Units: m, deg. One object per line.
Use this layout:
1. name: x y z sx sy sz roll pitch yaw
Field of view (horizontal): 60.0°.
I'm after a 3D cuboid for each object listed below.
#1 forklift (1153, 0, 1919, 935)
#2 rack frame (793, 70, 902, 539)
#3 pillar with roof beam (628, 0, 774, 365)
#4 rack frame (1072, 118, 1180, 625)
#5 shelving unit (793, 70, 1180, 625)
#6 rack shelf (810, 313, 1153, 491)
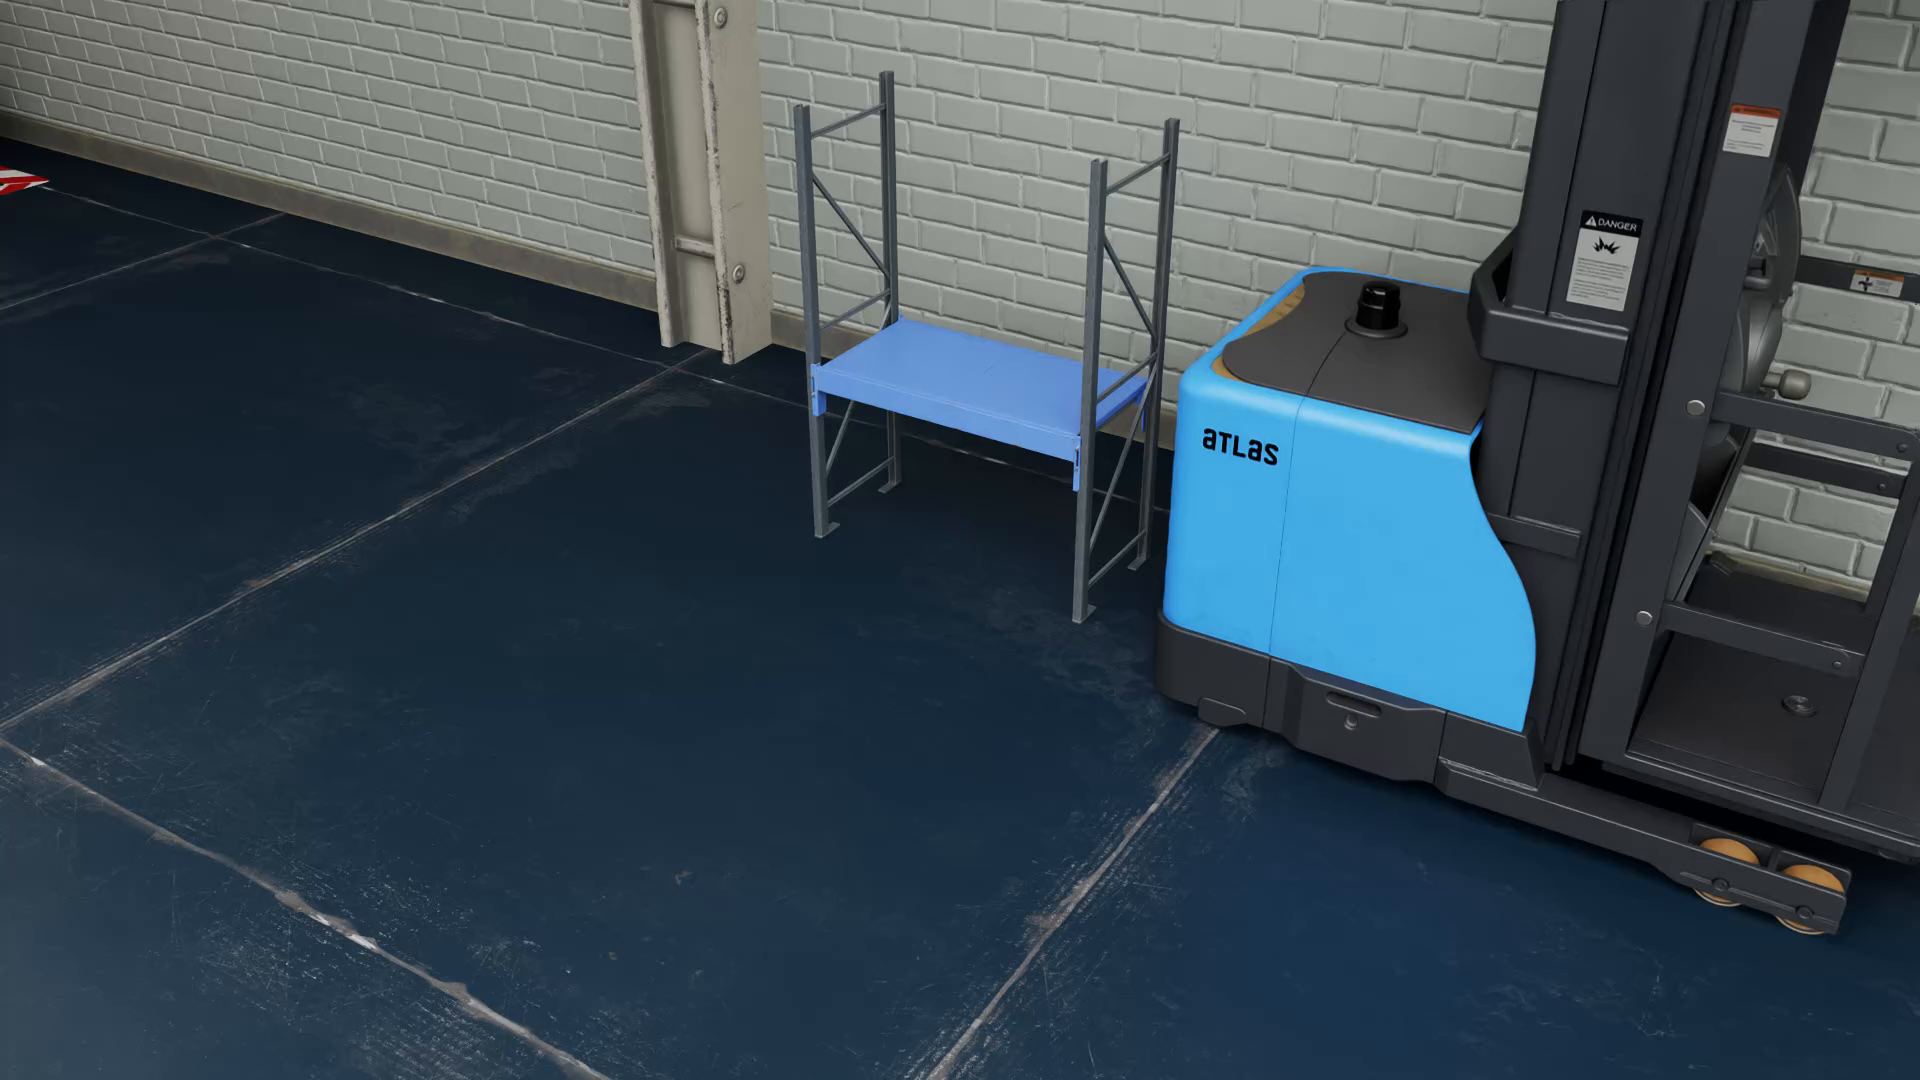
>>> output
1. forklift: 2.097 -0.605 3.878 3.031 2.935 1.130 17 34 26
2. rack frame: -0.358 -0.761 5.566 0.032 1.500 0.500 18 35 27
3. pillar with roof beam: -3.335 -2.907 1.803 0.400 9.000 9.100 18 35 27
4. rack frame: 0.503 -0.489 5.099 0.032 1.500 0.500 18 35 27
5. shelving unit: 0.072 -0.625 5.333 1.048 1.500 0.538 18 35 27
6. rack shelf: 0.072 -0.470 5.424 1.000 0.185 0.538 18 35 27
